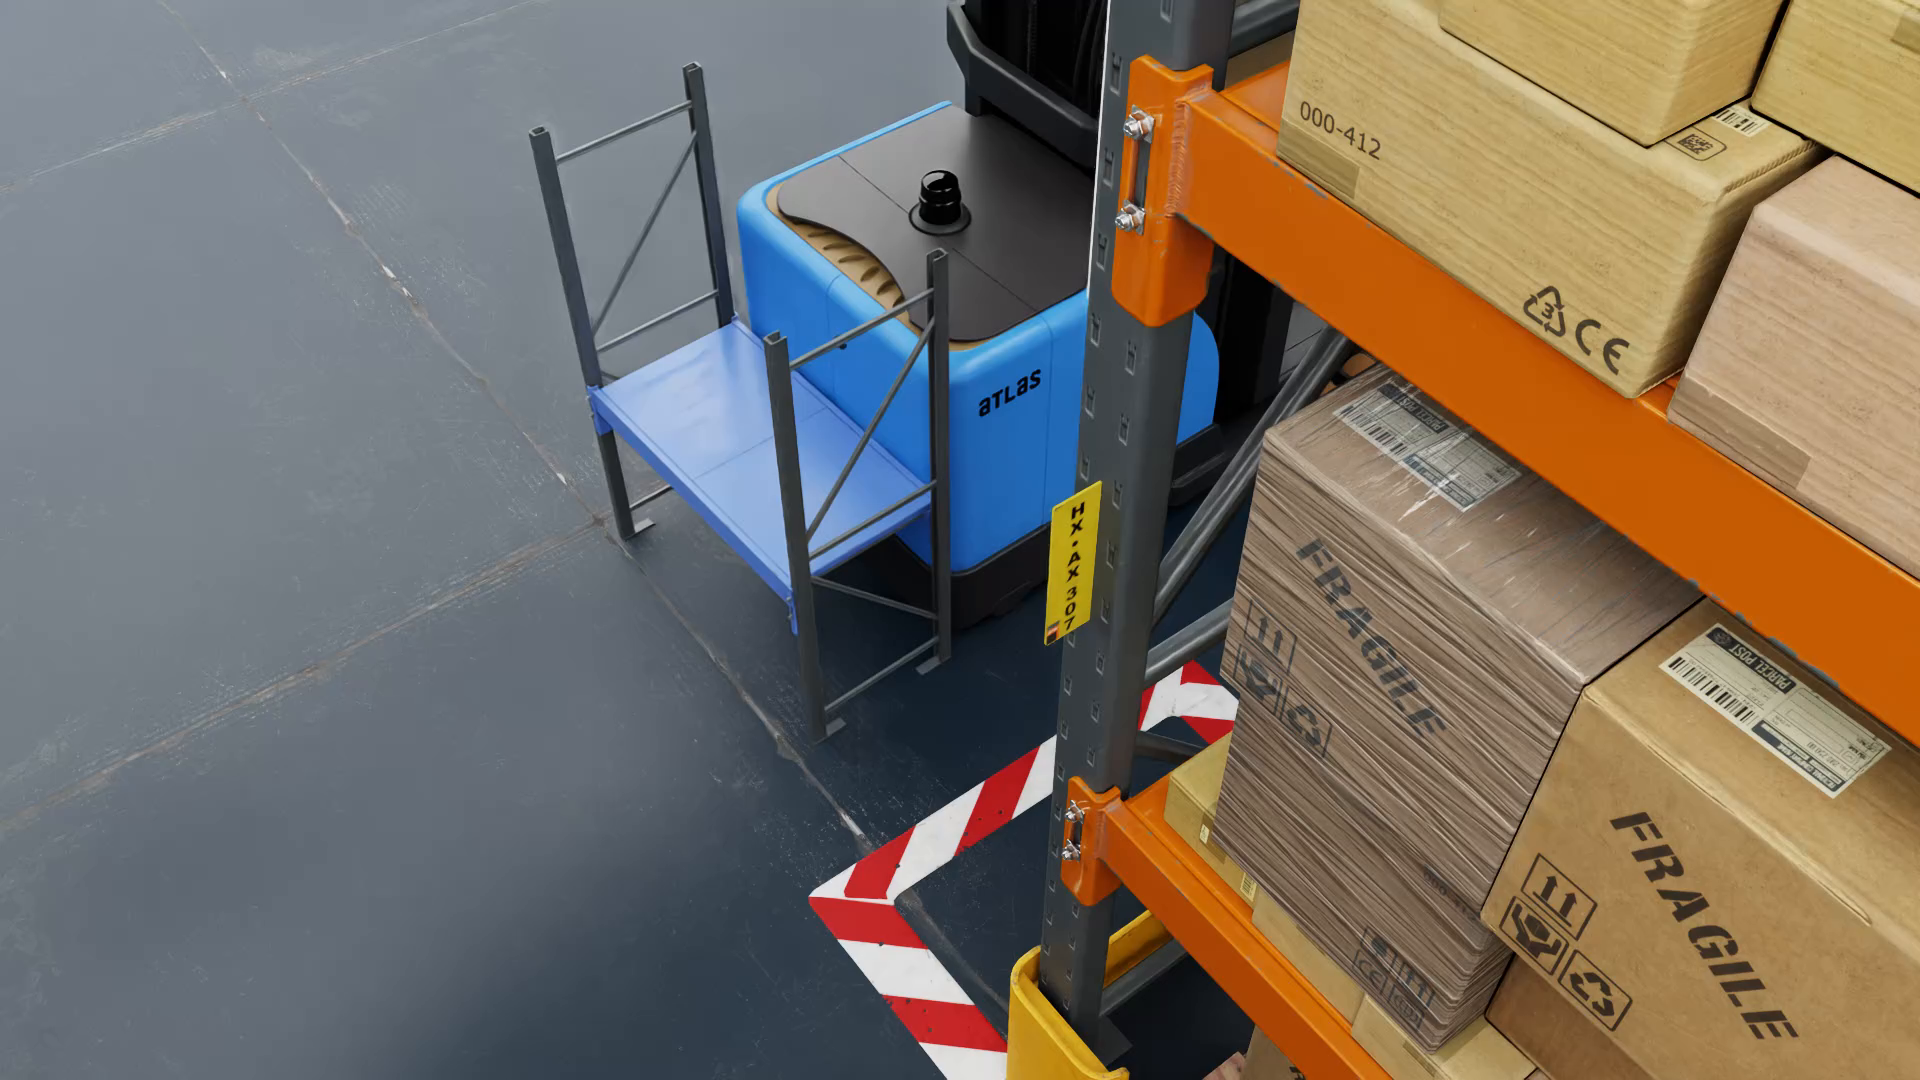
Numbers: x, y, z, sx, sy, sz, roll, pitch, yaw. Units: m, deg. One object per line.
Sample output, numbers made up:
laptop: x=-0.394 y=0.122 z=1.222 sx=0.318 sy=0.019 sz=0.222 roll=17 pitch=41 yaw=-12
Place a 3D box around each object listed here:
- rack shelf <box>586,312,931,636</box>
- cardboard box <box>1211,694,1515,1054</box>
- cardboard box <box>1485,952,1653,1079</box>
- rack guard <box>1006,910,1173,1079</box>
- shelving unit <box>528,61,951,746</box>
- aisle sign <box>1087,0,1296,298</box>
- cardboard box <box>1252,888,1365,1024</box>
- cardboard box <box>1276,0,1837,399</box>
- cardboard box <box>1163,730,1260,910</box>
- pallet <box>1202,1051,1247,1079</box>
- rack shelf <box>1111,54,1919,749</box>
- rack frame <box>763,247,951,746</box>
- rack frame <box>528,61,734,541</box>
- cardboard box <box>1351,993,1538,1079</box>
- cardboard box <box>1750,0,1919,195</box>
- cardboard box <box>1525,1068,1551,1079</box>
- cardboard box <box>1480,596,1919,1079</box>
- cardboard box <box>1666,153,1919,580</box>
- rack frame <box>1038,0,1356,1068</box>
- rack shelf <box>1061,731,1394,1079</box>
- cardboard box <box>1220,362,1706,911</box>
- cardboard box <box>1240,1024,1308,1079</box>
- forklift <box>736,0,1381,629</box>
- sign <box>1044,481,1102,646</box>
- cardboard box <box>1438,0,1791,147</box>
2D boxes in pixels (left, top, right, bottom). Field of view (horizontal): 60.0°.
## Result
rack shelf: x=-0.552 y=-0.215 z=4.676 sx=0.538 sy=0.185 sz=1.000 roll=-32 pitch=55 yaw=-25
cardboard box: x=0.921 y=0.290 z=2.694 sx=0.875 sy=0.500 sz=0.500 roll=-29 pitch=54 yaw=-24
cardboard box: x=1.319 y=0.531 z=2.475 sx=0.875 sy=0.500 sz=0.500 roll=-29 pitch=54 yaw=-24
rack guard: x=0.656 y=0.972 z=4.032 sx=1.175 sy=0.500 sz=0.348 roll=-29 pitch=54 yaw=-24
shelving unit: x=-0.552 y=-0.336 z=4.542 sx=0.538 sy=1.500 sz=1.048 roll=-32 pitch=55 yaw=-25
aisle sign: x=0.334 y=-0.688 z=2.094 sx=0.394 sy=0.787 sz=0.004 roll=-29 pitch=54 yaw=-24
cardboard box: x=0.729 y=0.603 z=2.848 sx=0.380 sy=0.149 sz=0.250 roll=-29 pitch=54 yaw=-24
cardboard box: x=0.696 y=-0.470 z=1.728 sx=0.500 sy=0.250 sz=0.500 roll=-28 pitch=54 yaw=-23
cardboard box: x=0.593 y=0.447 z=2.990 sx=0.380 sy=0.149 sz=0.250 roll=-29 pitch=54 yaw=-24
pallet: x=1.120 y=1.564 z=3.690 sx=1.003 sy=0.211 sz=1.213 roll=-29 pitch=54 yaw=-24
rack shelf: x=1.821 y=0.501 z=1.232 sx=1.077 sy=0.370 sz=4.000 roll=-29 pitch=54 yaw=-24
rack frame: x=-0.228 y=-0.046 z=4.280 sx=0.500 sy=1.500 sz=0.032 roll=-32 pitch=55 yaw=-25
rack frame: x=-0.877 y=-0.626 z=4.805 sx=0.500 sy=1.500 sz=0.032 roll=-32 pitch=55 yaw=-25
cardboard box: x=0.868 y=0.757 z=2.709 sx=0.380 sy=0.149 sz=0.250 roll=-29 pitch=54 yaw=-24
cardboard box: x=0.924 y=-0.448 z=1.439 sx=0.380 sy=0.149 sz=0.250 roll=-30 pitch=55 yaw=-25
cardboard box: x=1.036 y=0.895 z=2.584 sx=0.380 sy=0.149 sz=0.250 roll=-29 pitch=54 yaw=-24
cardboard box: x=1.023 y=0.363 z=1.954 sx=0.500 sy=0.500 sz=0.500 roll=-29 pitch=54 yaw=-24
cardboard box: x=1.013 y=-0.168 z=1.455 sx=0.500 sy=0.250 sz=0.500 roll=-31 pitch=55 yaw=-25
rack frame: x=0.610 y=0.087 z=3.146 sx=1.000 sy=3.000 sz=0.127 roll=-29 pitch=54 yaw=-24
rack shelf: x=1.821 y=1.508 z=2.344 sx=1.077 sy=0.370 sz=4.000 roll=-29 pitch=54 yaw=-24
cardboard box: x=0.726 y=0.065 z=2.224 sx=0.500 sy=0.500 sz=0.500 roll=-29 pitch=54 yaw=-24
cardboard box: x=0.975 y=1.162 z=3.576 sx=0.500 sy=0.500 sz=0.500 roll=-20 pitch=51 yaw=-17
forklift: x=0.819 y=-1.642 z=4.760 sx=3.031 sy=2.935 sz=1.130 roll=-31 pitch=55 yaw=-25
sign: x=0.178 y=0.040 z=2.605 sx=0.100 sy=0.325 sz=0.005 roll=-29 pitch=54 yaw=-24
cardboard box: x=0.673 y=-0.541 z=1.524 sx=0.380 sy=0.149 sz=0.250 roll=-28 pitch=54 yaw=-23
